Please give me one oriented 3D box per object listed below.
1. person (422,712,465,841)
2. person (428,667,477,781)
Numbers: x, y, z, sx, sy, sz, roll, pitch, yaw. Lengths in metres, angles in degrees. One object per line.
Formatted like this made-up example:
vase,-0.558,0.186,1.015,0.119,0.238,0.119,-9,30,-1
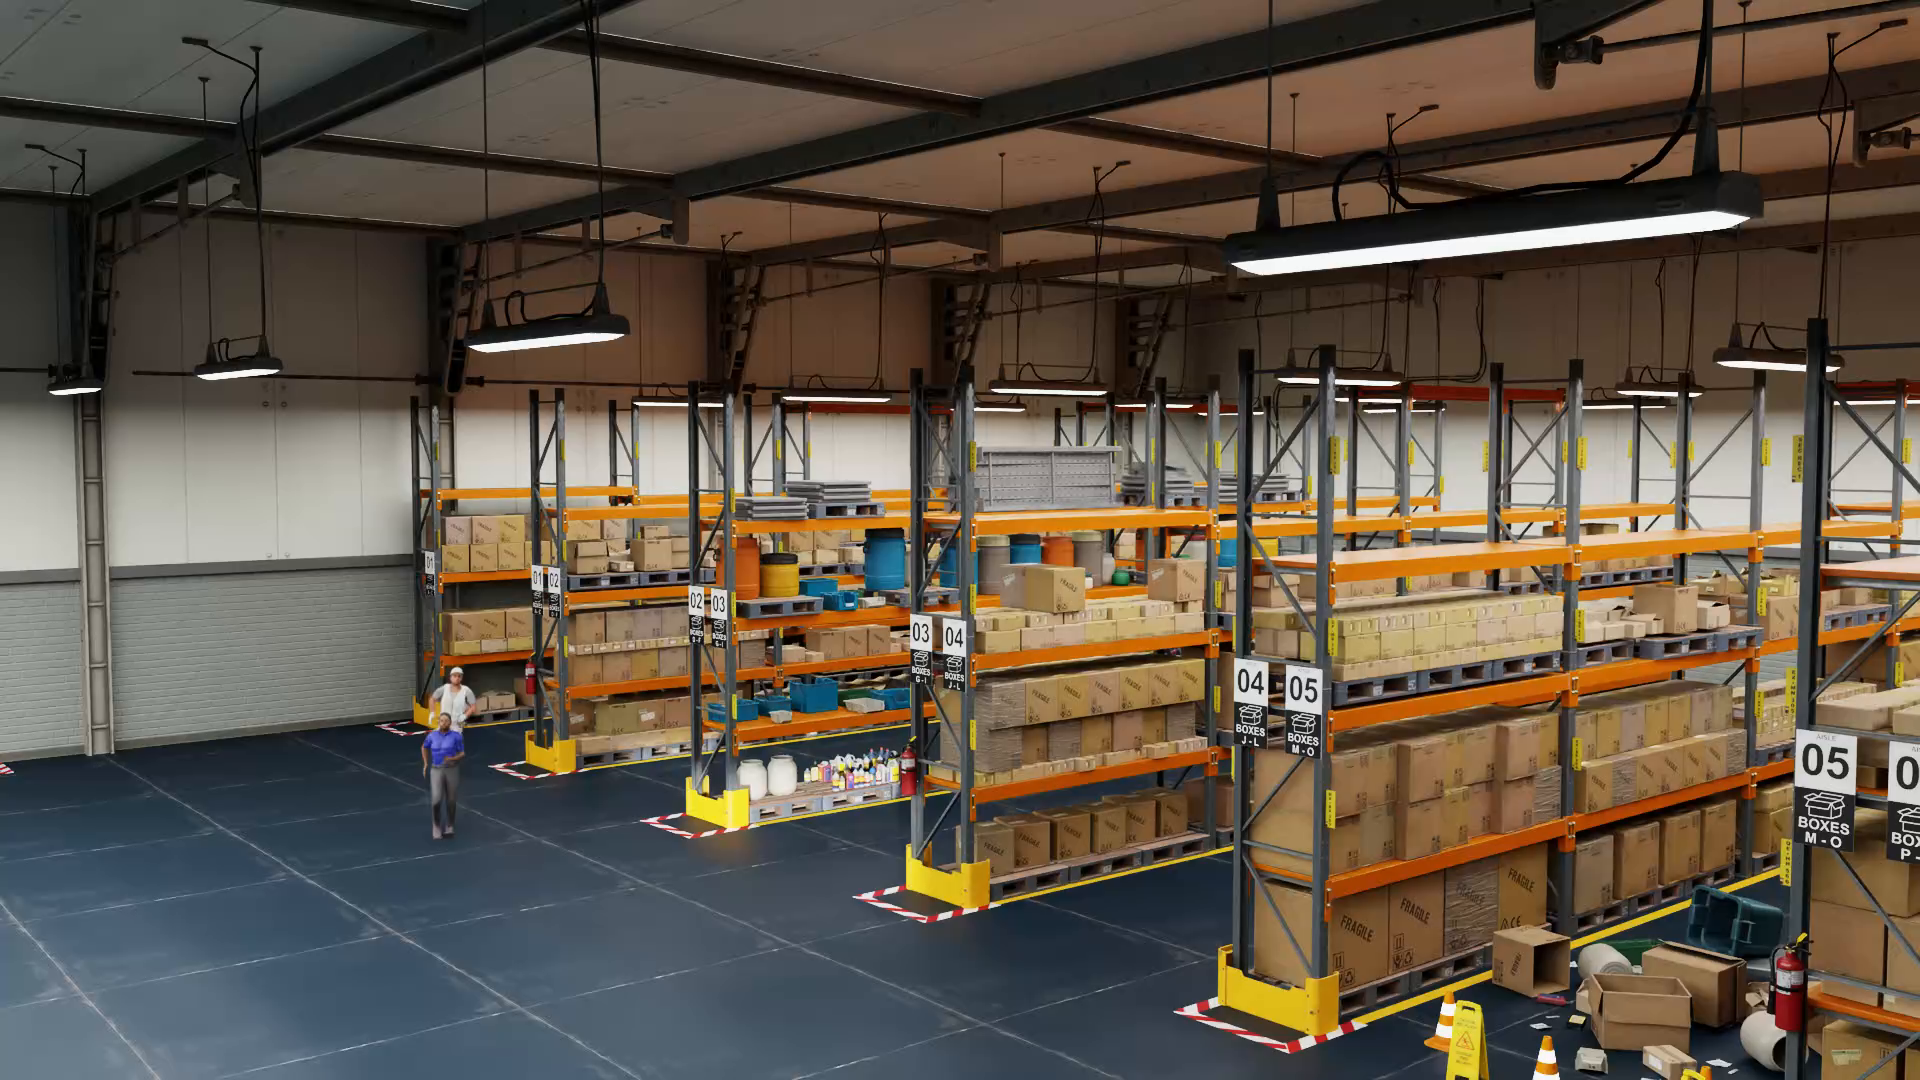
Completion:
person,-6.709,3.073,21.604,0.548,1.644,0.674,-1,4,-16
person,-7.729,2.807,25.334,0.715,1.727,0.530,-1,3,-15
